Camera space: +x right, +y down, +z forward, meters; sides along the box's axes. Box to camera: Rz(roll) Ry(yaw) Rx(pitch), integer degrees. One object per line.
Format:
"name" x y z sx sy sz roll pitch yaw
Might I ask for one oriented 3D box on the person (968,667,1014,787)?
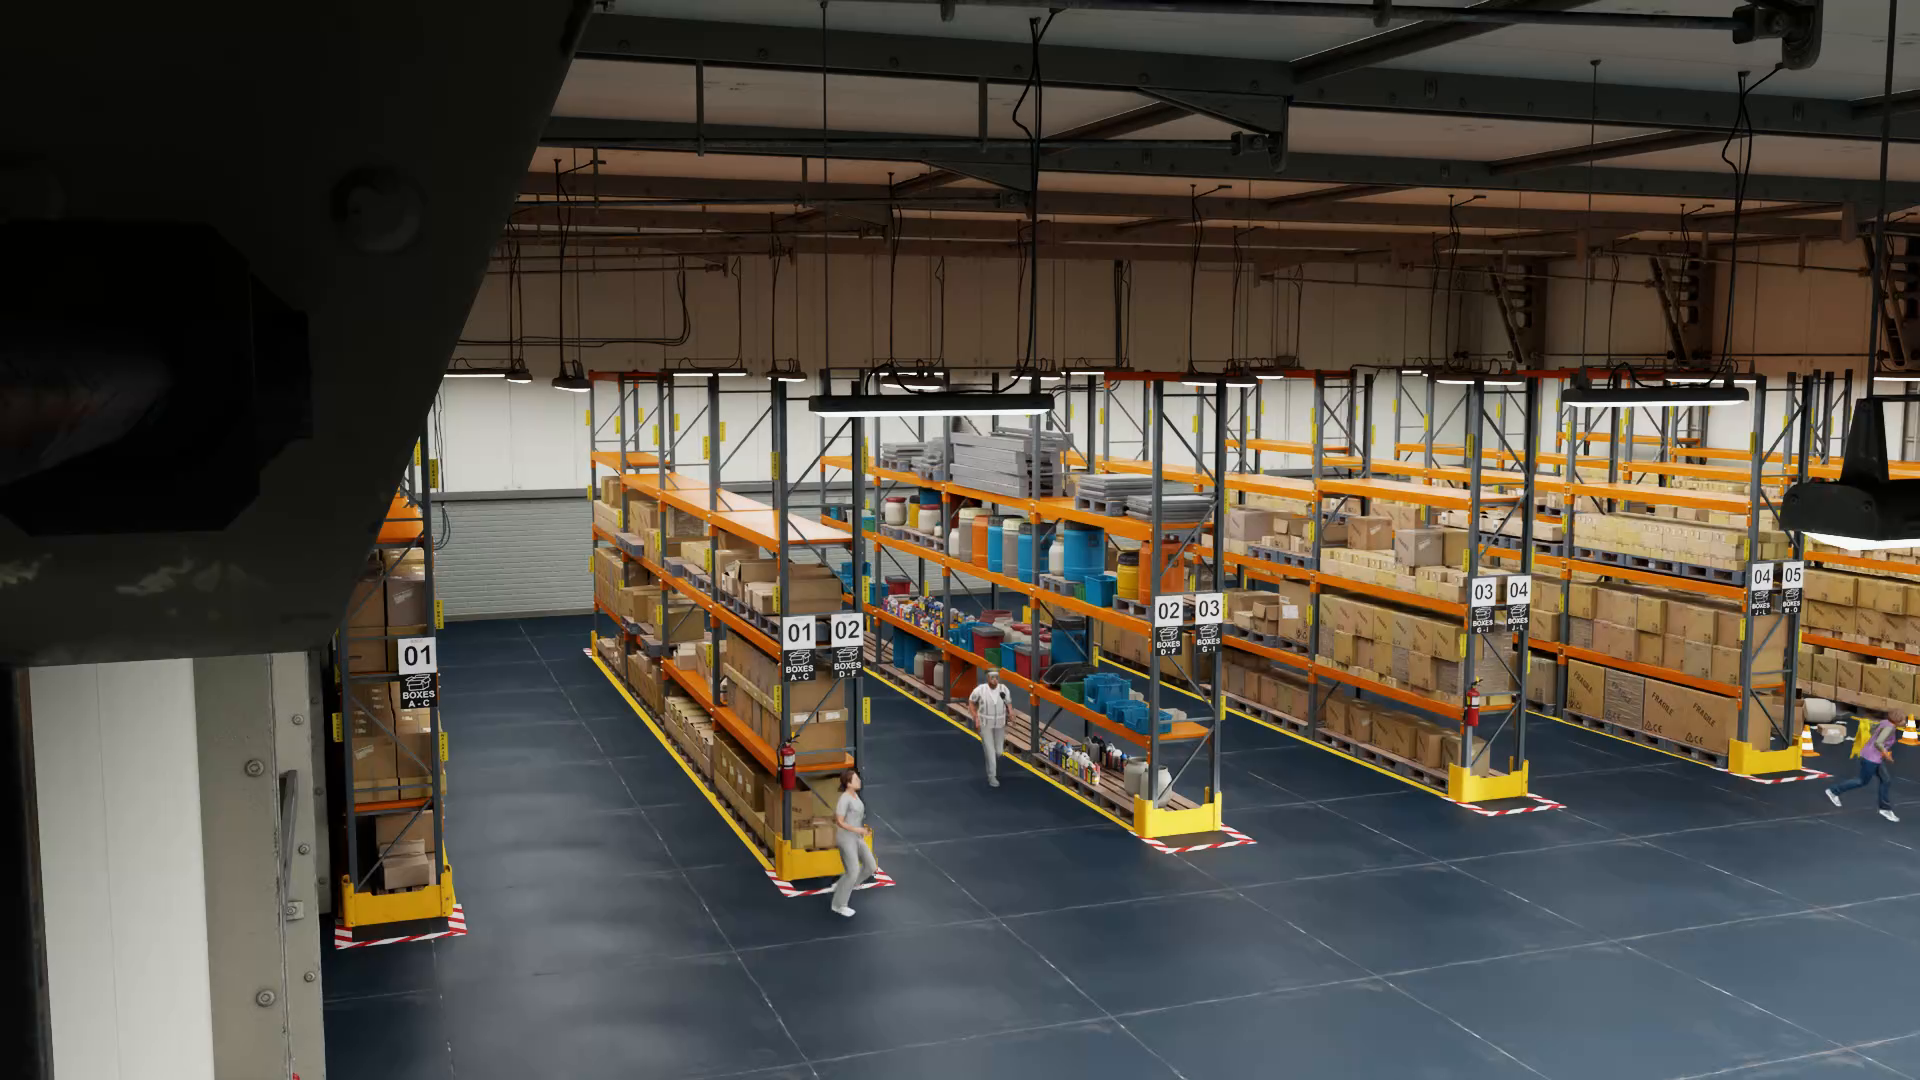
"person" 0.451 2.722 24.705 0.648 1.756 0.824 -2 7 -15

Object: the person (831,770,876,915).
"person" -1.203 3.419 18.911 0.520 1.636 0.572 2 7 17

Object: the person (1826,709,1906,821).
"person" 12.427 3.050 22.831 0.913 1.547 0.569 3 7 23
